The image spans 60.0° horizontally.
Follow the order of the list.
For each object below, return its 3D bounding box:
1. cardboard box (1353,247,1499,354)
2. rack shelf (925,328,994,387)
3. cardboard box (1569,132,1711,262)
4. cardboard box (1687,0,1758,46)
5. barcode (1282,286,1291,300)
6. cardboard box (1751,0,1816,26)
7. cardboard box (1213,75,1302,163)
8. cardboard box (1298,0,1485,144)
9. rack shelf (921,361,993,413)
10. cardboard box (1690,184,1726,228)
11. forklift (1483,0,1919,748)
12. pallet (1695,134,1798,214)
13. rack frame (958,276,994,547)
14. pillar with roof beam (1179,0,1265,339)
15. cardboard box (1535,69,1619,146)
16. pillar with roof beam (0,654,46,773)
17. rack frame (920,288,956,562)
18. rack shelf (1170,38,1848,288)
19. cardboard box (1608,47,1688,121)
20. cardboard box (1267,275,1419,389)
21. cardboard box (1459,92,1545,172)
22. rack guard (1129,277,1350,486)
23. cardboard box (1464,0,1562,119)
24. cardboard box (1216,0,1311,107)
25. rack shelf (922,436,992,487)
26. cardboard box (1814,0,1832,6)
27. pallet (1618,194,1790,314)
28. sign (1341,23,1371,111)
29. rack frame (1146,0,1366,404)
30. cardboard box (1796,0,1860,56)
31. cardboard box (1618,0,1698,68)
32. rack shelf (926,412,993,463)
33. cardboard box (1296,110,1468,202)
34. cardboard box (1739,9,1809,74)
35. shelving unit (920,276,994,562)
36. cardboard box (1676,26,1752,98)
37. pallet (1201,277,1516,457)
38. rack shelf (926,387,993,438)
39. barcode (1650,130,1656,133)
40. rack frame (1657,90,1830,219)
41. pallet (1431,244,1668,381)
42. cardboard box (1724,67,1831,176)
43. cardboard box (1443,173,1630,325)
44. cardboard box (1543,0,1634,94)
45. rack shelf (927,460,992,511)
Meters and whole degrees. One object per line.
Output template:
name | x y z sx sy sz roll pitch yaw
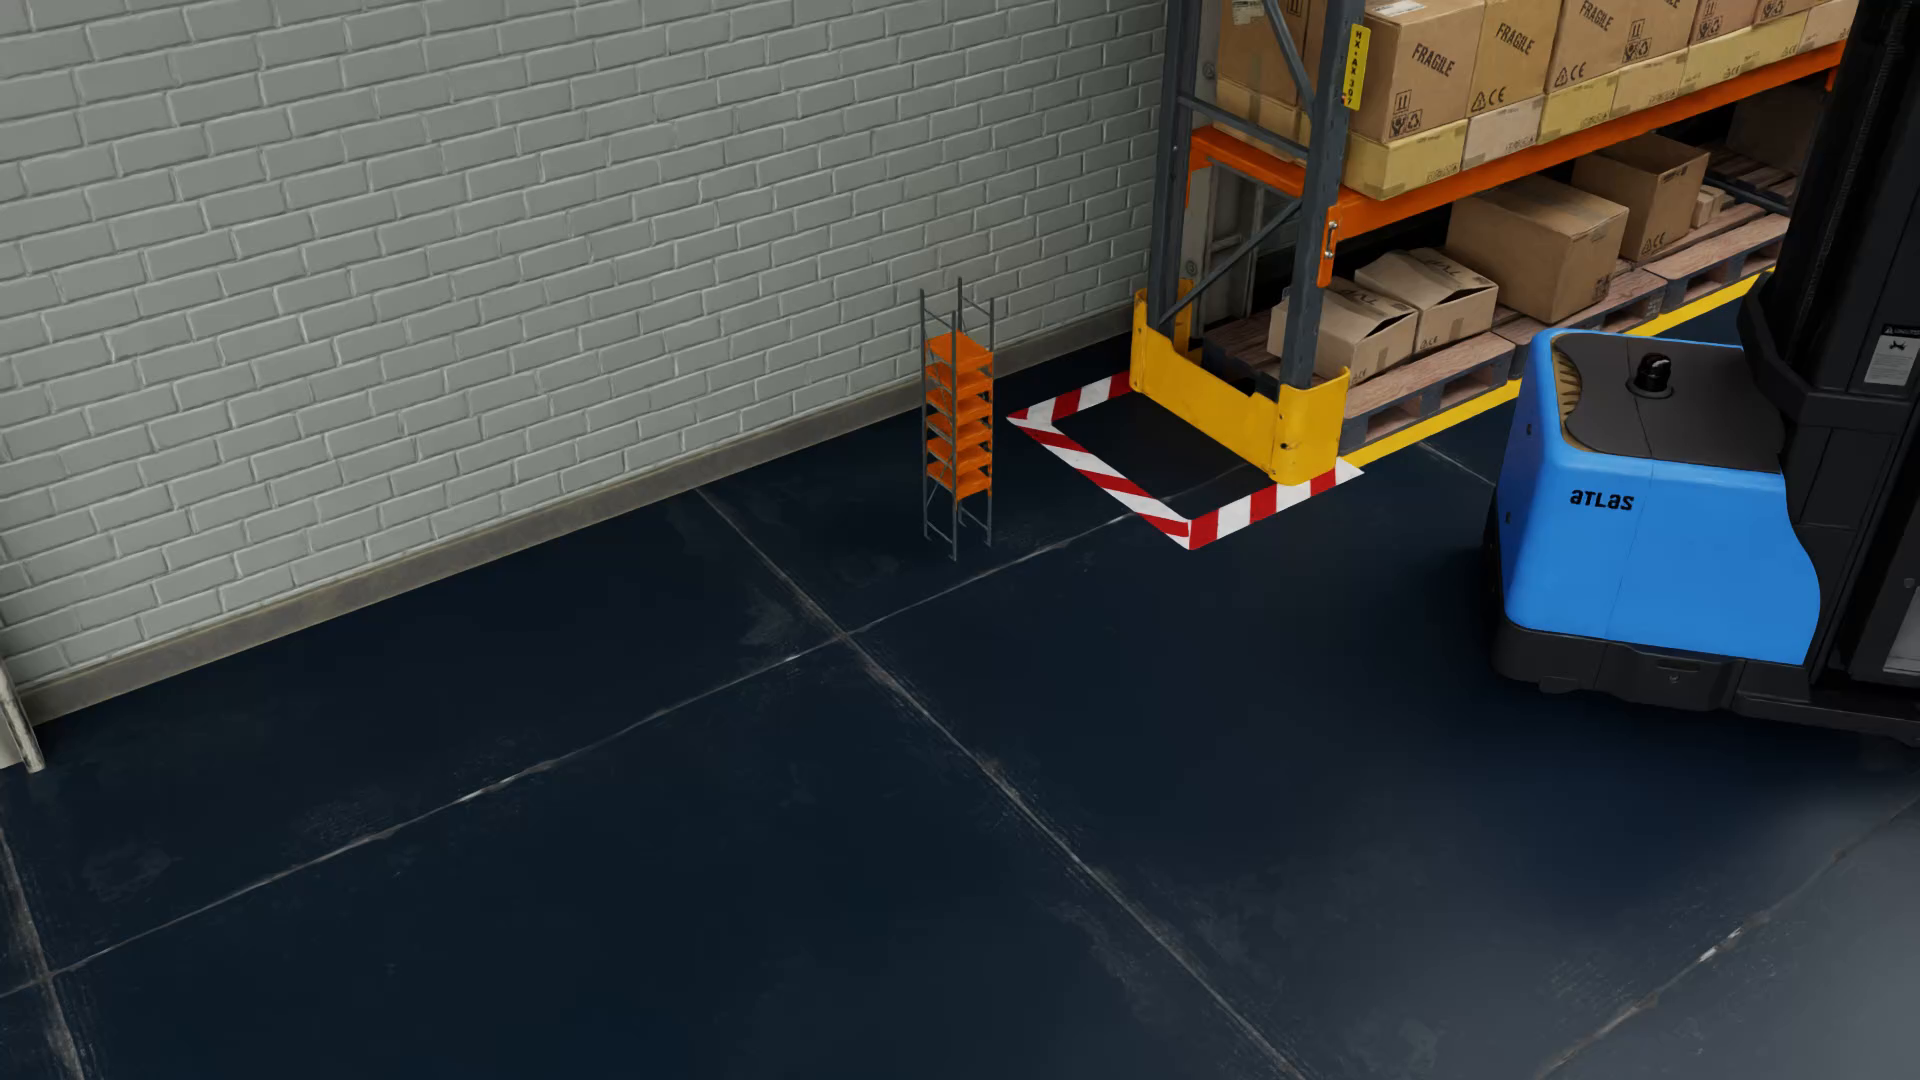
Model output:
cardboard box | 2.318 -1.229 8.315 0.500 0.311 0.500 -19 40 -24
rack shelf | -0.012 -0.738 6.709 0.180 0.103 0.258 -22 41 -28
cardboard box | 3.679 -1.901 9.088 0.500 0.500 0.500 -26 43 -31
cardboard box | 3.474 -2.716 7.926 0.500 0.500 0.500 -24 42 -29
barcode | 1.637 -1.238 8.320 0.075 0.075 0.001 -22 41 -28
cardboard box | 3.892 -2.880 8.154 0.500 0.500 0.500 -23 41 -28
cardboard box | 1.505 -1.957 7.513 0.500 0.250 0.500 -22 41 -27
cardboard box | 1.798 -2.029 6.971 0.500 0.500 0.500 -22 41 -28
rack shelf | -0.012 -0.641 6.779 0.180 0.103 0.258 -22 41 -28
cardboard box | 4.084 -1.940 9.428 0.250 0.166 0.380 -28 44 -33
forklift | 3.633 -0.711 5.728 3.031 2.935 1.130 8 36 10
pallet | 5.140 -2.236 10.178 1.213 0.211 1.003 -22 41 -28
rack frame | 0.063 -0.513 6.936 0.006 1.200 0.240 -22 41 -28
pillar with roof beam | 3.789 -2.789 3.421 0.400 9.000 9.100 -22 41 -28
cardboard box | 2.653 -2.070 7.670 0.500 0.250 0.500 -23 42 -29
pillar with roof beam | -1.116 -0.771 0.615 0.400 9.000 9.100 -22 41 -28
rack frame | -0.087 -0.451 6.850 0.006 1.200 0.240 -22 41 -28
rack shelf | 2.870 -2.141 8.274 4.000 0.370 1.077 -22 41 -28
cardboard box | 3.067 -2.239 7.905 0.500 0.250 0.500 -22 41 -27
cardboard box | 1.852 -1.037 8.049 0.500 0.311 0.500 -28 44 -33
cardboard box | 2.233 -1.901 7.436 0.500 0.250 0.500 -24 42 -29
rack guard | 1.297 -0.771 7.894 0.348 0.500 1.175 -22 41 -28
cardboard box | 2.208 -2.190 7.196 0.500 0.500 0.500 -22 41 -28
cardboard box | 1.498 -2.272 7.309 0.500 0.500 0.500 -23 42 -28
rack shelf | -0.012 -0.349 6.989 0.180 0.103 0.258 -22 41 -28
cardboard box | 4.296 -3.051 8.392 0.500 0.500 0.500 -22 41 -28
pallet | 3.976 -1.731 9.476 1.213 0.211 1.003 -22 41 -28
sign | 1.548 -1.853 6.516 0.005 0.325 0.100 -22 41 -28
rack frame | 1.235 -1.760 7.128 0.127 3.000 1.000 -22 41 -28
cardboard box | 4.292 -2.749 8.614 0.500 0.250 0.500 -22 41 -28
cardboard box | 3.049 -2.540 7.682 0.500 0.500 0.500 -21 41 -27
rack shelf | -0.012 -0.446 6.919 0.180 0.103 0.258 -22 41 -28
cardboard box | 1.817 -1.720 7.184 0.500 0.250 0.500 -24 42 -29
cardboard box | 3.880 -2.585 8.387 0.500 0.250 0.500 -22 41 -28
shelving unit | -0.012 -0.482 6.893 0.189 1.200 0.258 -22 41 -28
cardboard box | 3.478 -2.409 8.141 0.500 0.250 0.500 -23 41 -28
pallet | 1.981 -0.910 8.334 1.213 0.211 1.003 -22 41 -28
rack shelf | -0.012 -0.544 6.849 0.180 0.103 0.258 -22 41 -28
barcode | 3.925 -2.332 9.414 0.075 0.075 0.001 -22 41 -28
rack frame | 4.504 -3.106 8.999 0.127 3.000 1.000 -22 41 -28
pallet | 2.978 -1.318 8.902 1.213 0.211 1.003 -22 41 -28
cardboard box | 5.097 -2.525 9.956 0.500 0.500 0.700 -21 41 -26
cardboard box | 2.947 -1.528 8.570 0.500 0.500 0.700 -25 43 -31
cardboard box | 2.634 -2.361 7.433 0.500 0.500 0.500 -24 42 -29
rack shelf | -0.012 -0.251 7.059 0.180 0.103 0.258 -22 41 -28
